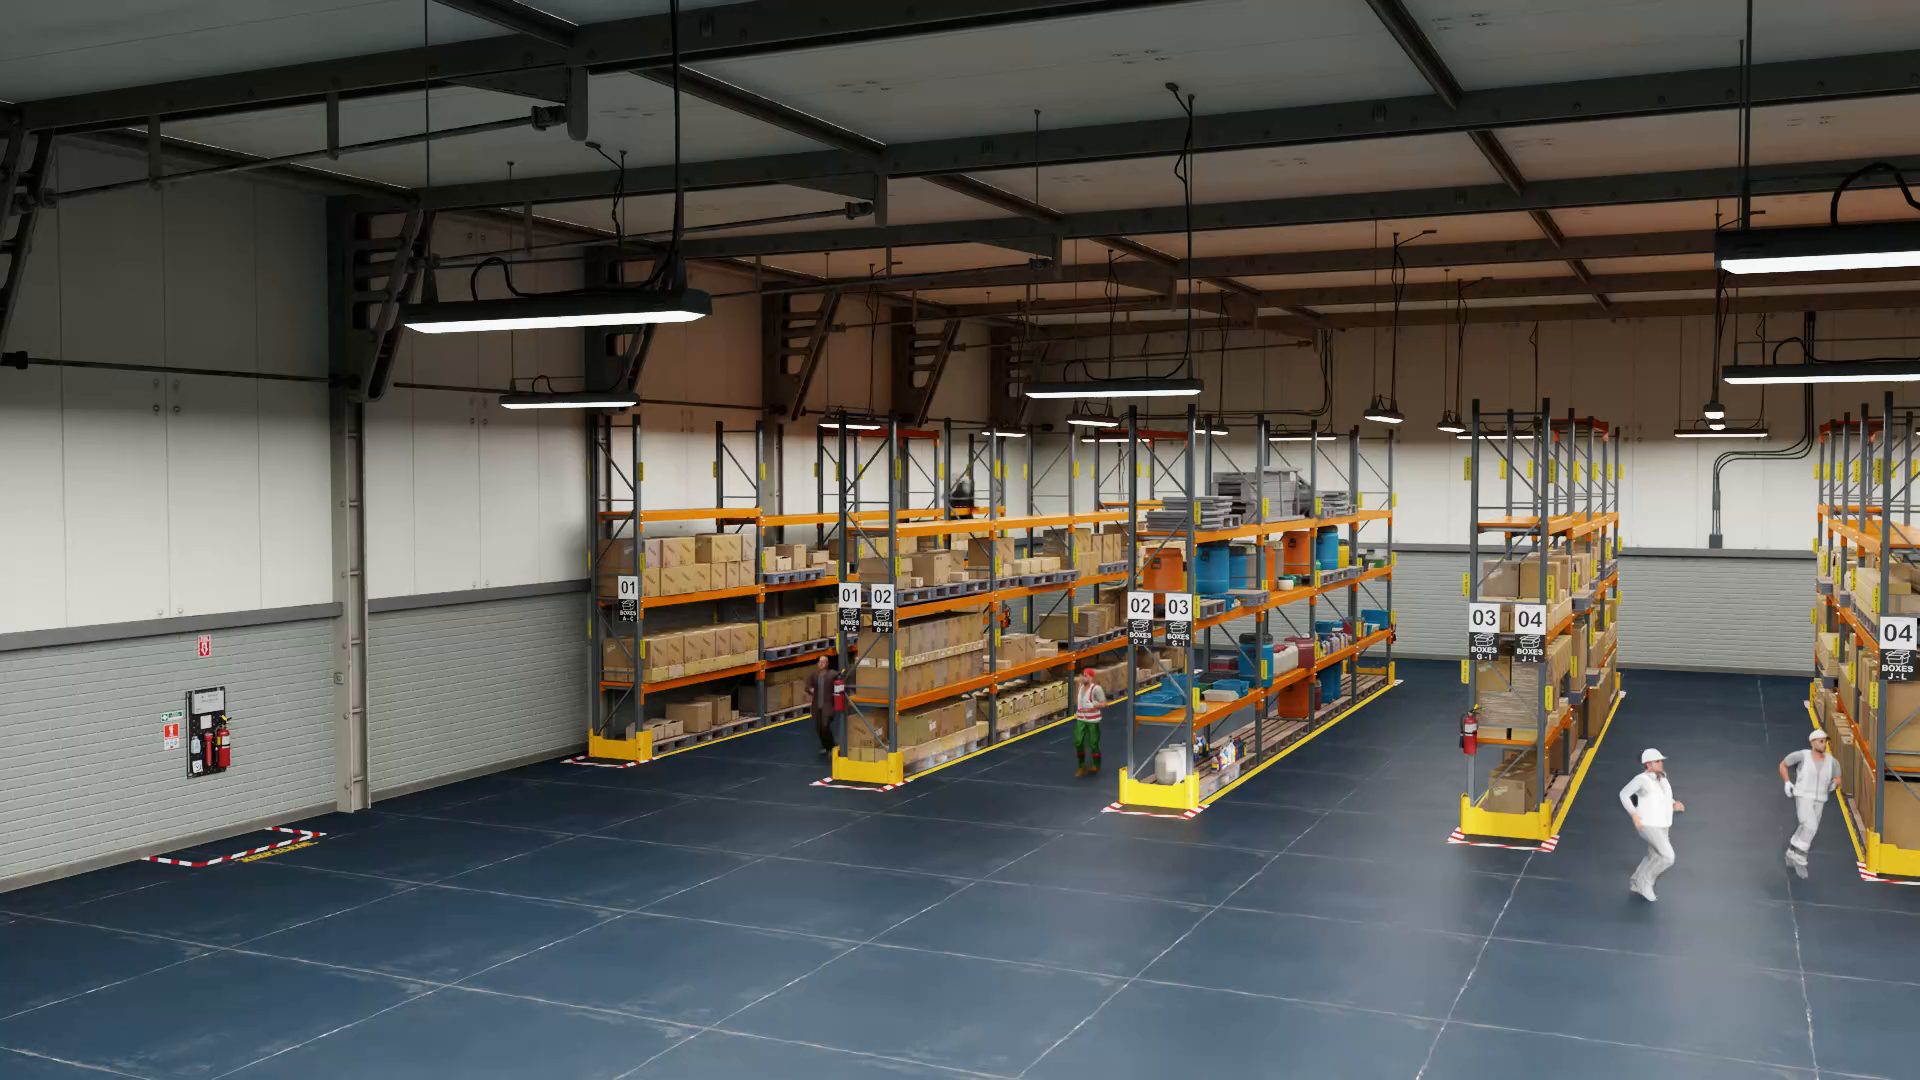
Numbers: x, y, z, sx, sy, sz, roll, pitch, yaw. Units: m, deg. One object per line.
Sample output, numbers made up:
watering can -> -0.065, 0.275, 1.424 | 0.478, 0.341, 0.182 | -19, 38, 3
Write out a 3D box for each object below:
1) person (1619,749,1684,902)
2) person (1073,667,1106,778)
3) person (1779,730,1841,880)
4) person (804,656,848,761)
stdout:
person -> 8.098, 3.318, 19.367 | 0.631, 1.759, 0.682 | -2, 3, -36
person -> 2.111, 3.004, 27.237 | 0.608, 1.835, 0.748 | 2, 3, 34
person -> 10.610, 3.258, 20.677 | 0.632, 1.810, 0.741 | 0, 2, -4
person -> -2.371, 2.935, 28.950 | 0.698, 1.830, 0.779 | 1, 3, 21
